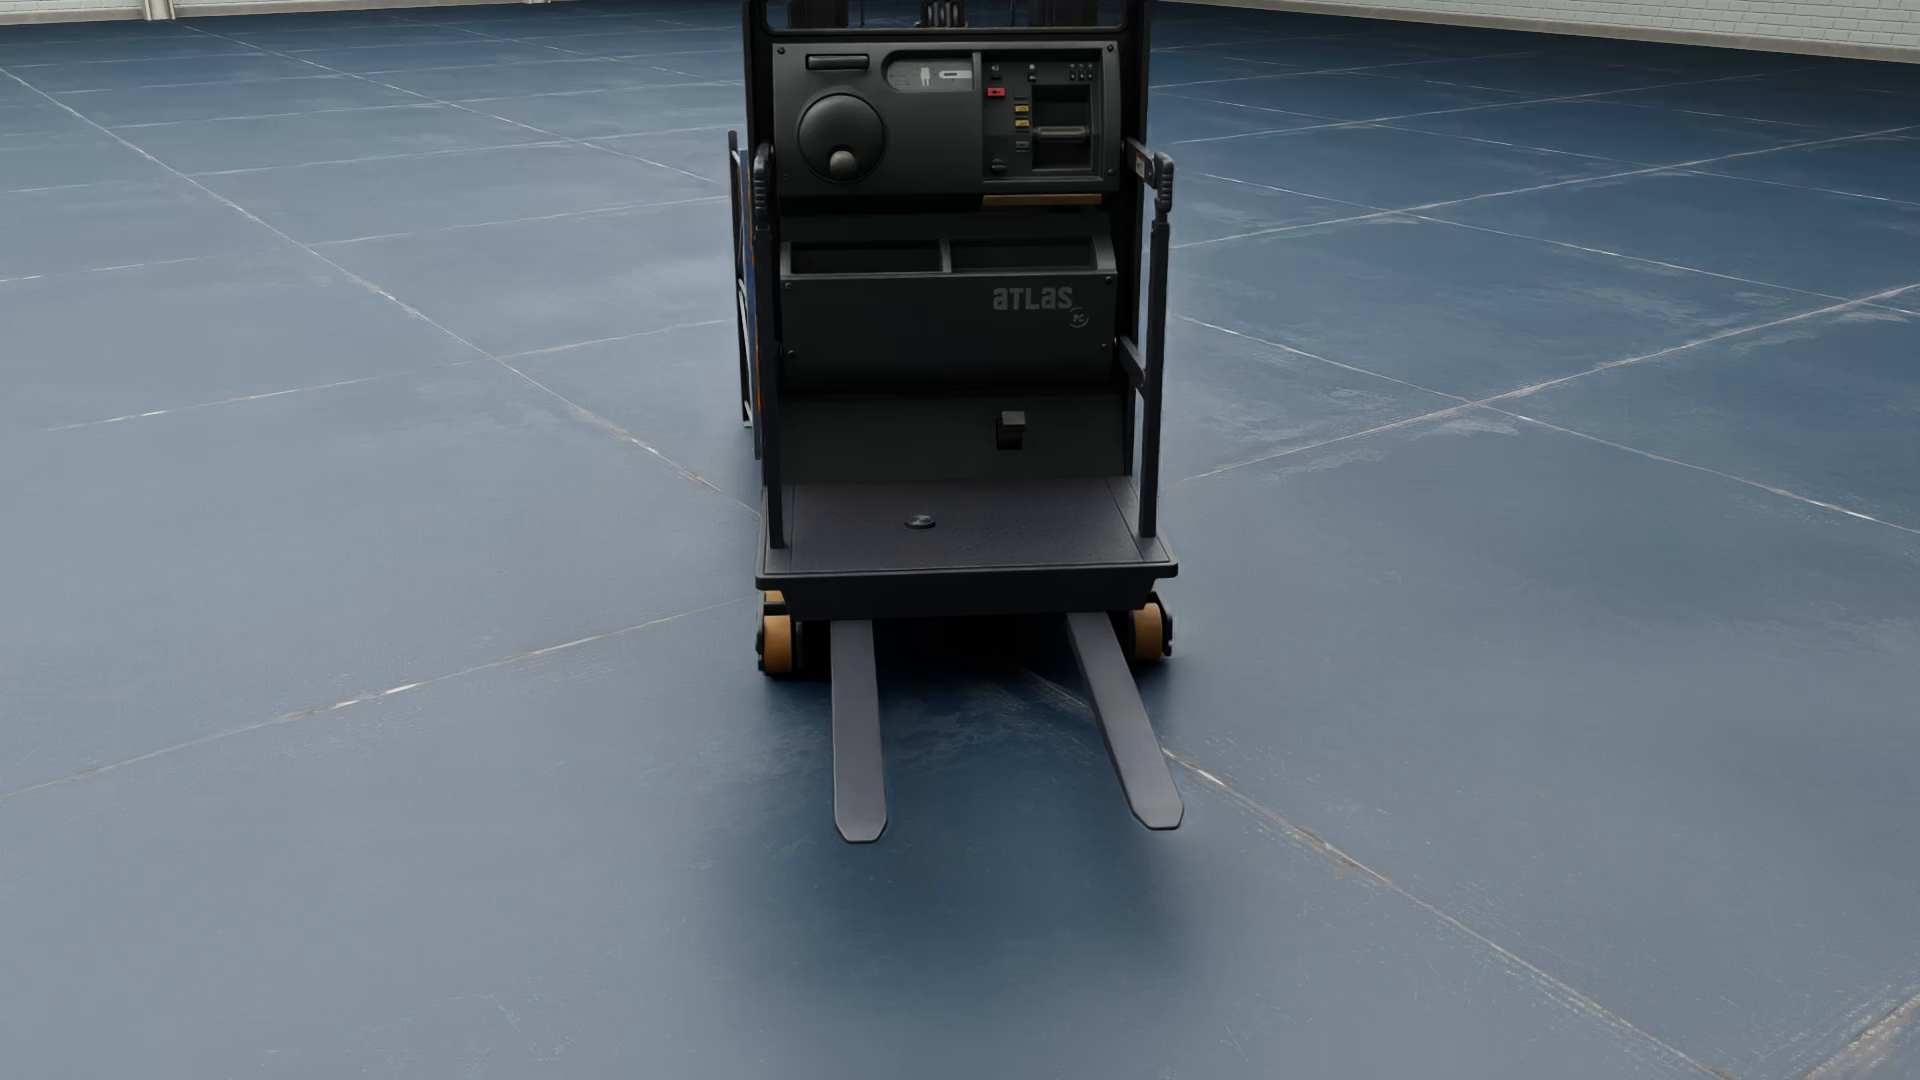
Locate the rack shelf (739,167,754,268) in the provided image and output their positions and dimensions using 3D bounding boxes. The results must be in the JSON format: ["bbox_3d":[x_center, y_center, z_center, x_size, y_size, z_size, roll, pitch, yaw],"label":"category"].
[{"bbox_3d":[-0.299,-1.223,6.154,1.000,0.278,0.538,-5,22,-11],"label":"rack shelf"}]

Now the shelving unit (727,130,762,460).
[{"bbox_3d":[-0.299,-0.951,6.263,1.048,1.125,0.538,-5,22,-11],"label":"shelving unit"}]

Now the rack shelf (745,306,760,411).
[{"bbox_3d":[-0.299,-0.724,6.353,1.000,0.278,0.538,-5,22,-11],"label":"rack shelf"}]

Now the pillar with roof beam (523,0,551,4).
[{"bbox_3d":[-4.715,-12.059,23.474,0.400,9.000,9.100,-15,26,-33],"label":"pillar with roof beam"}]

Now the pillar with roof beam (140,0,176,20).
[{"bbox_3d":[-9.585,-10.760,20.219,0.400,9.000,9.100,-15,26,-33],"label":"pillar with roof beam"}]

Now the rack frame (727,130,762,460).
[{"bbox_3d":[-0.795,-0.911,6.162,0.032,1.125,0.500,-5,22,-11],"label":"rack frame"}]

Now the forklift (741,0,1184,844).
[{"bbox_3d":[-0.013,-1.125,4.262,1.130,2.935,3.031,-2,22,-4],"label":"forklift"}]
